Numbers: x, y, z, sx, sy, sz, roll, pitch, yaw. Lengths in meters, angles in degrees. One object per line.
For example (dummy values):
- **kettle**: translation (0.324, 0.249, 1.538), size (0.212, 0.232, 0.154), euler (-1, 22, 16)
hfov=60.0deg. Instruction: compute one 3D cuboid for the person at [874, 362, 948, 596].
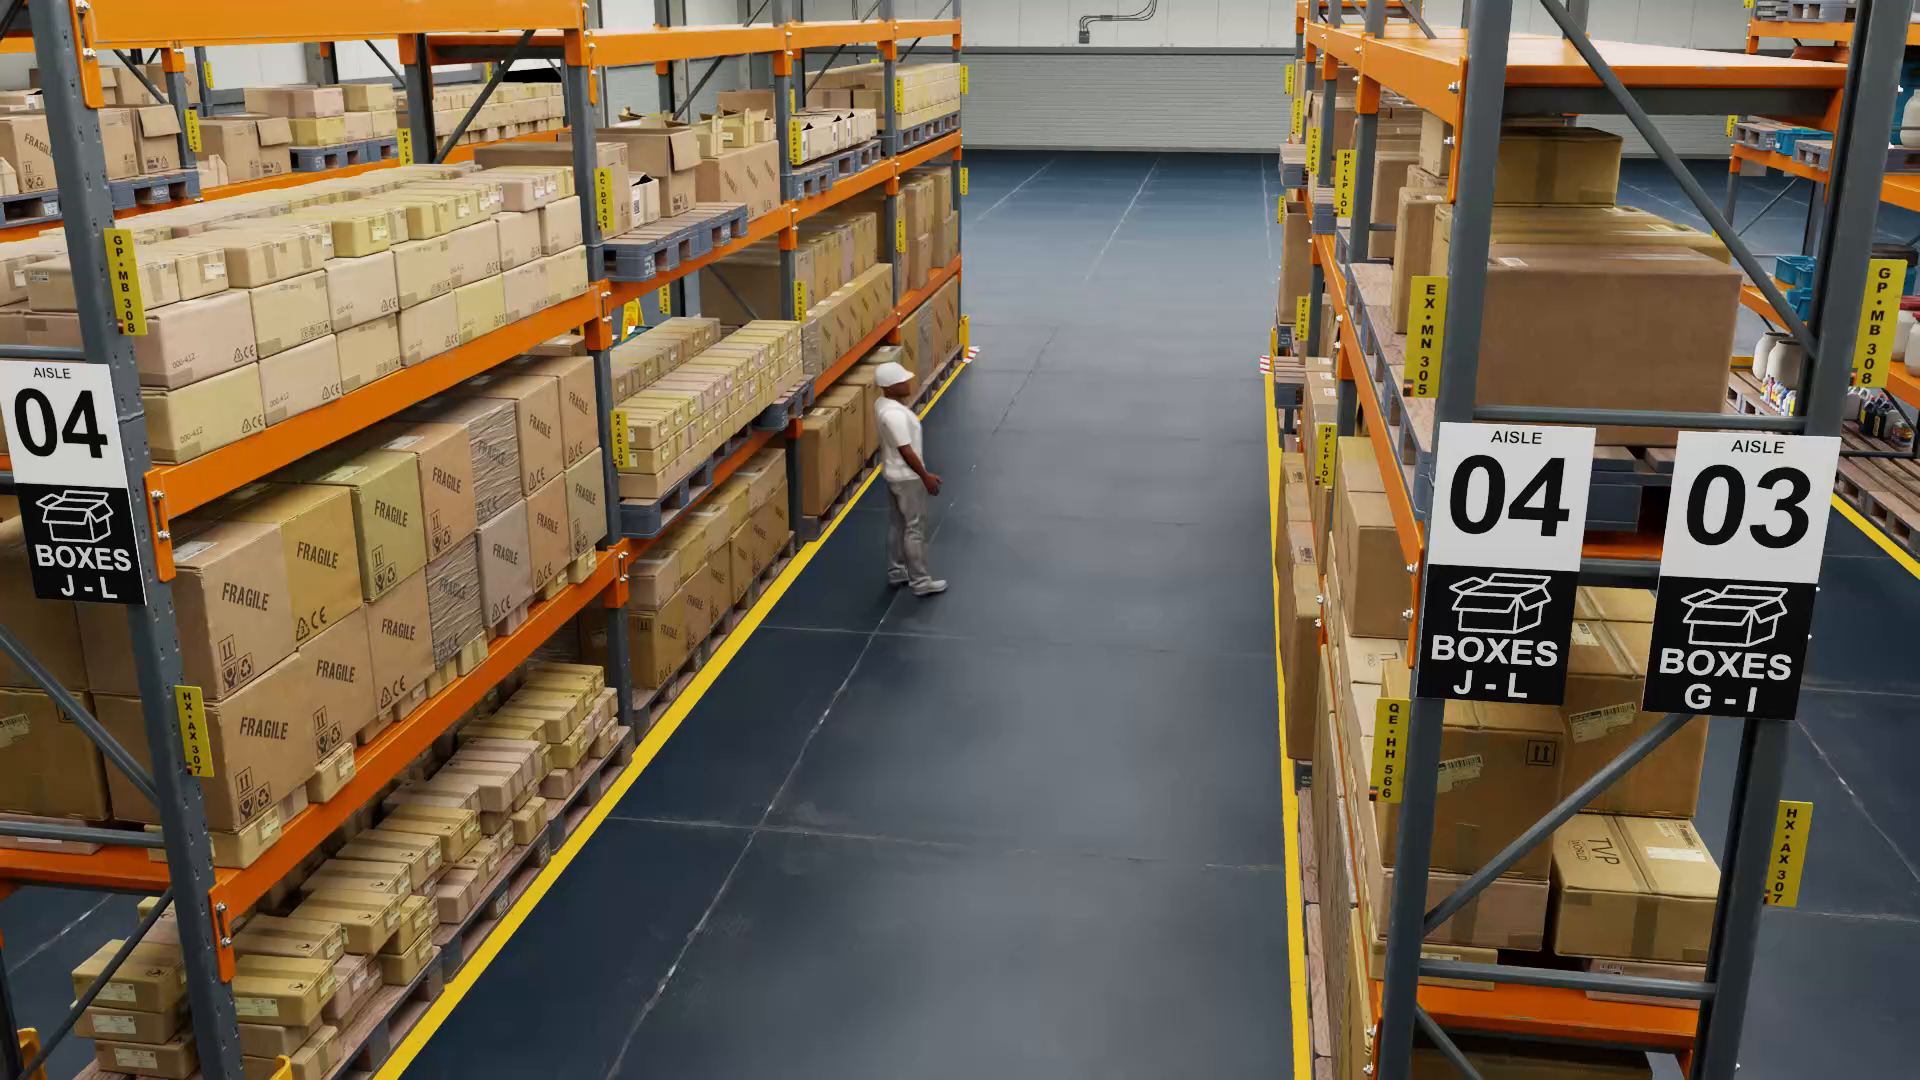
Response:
- **person**: translation (-0.366, -0.478, 12.492), size (0.521, 1.769, 0.563), euler (-3, 18, -10)
